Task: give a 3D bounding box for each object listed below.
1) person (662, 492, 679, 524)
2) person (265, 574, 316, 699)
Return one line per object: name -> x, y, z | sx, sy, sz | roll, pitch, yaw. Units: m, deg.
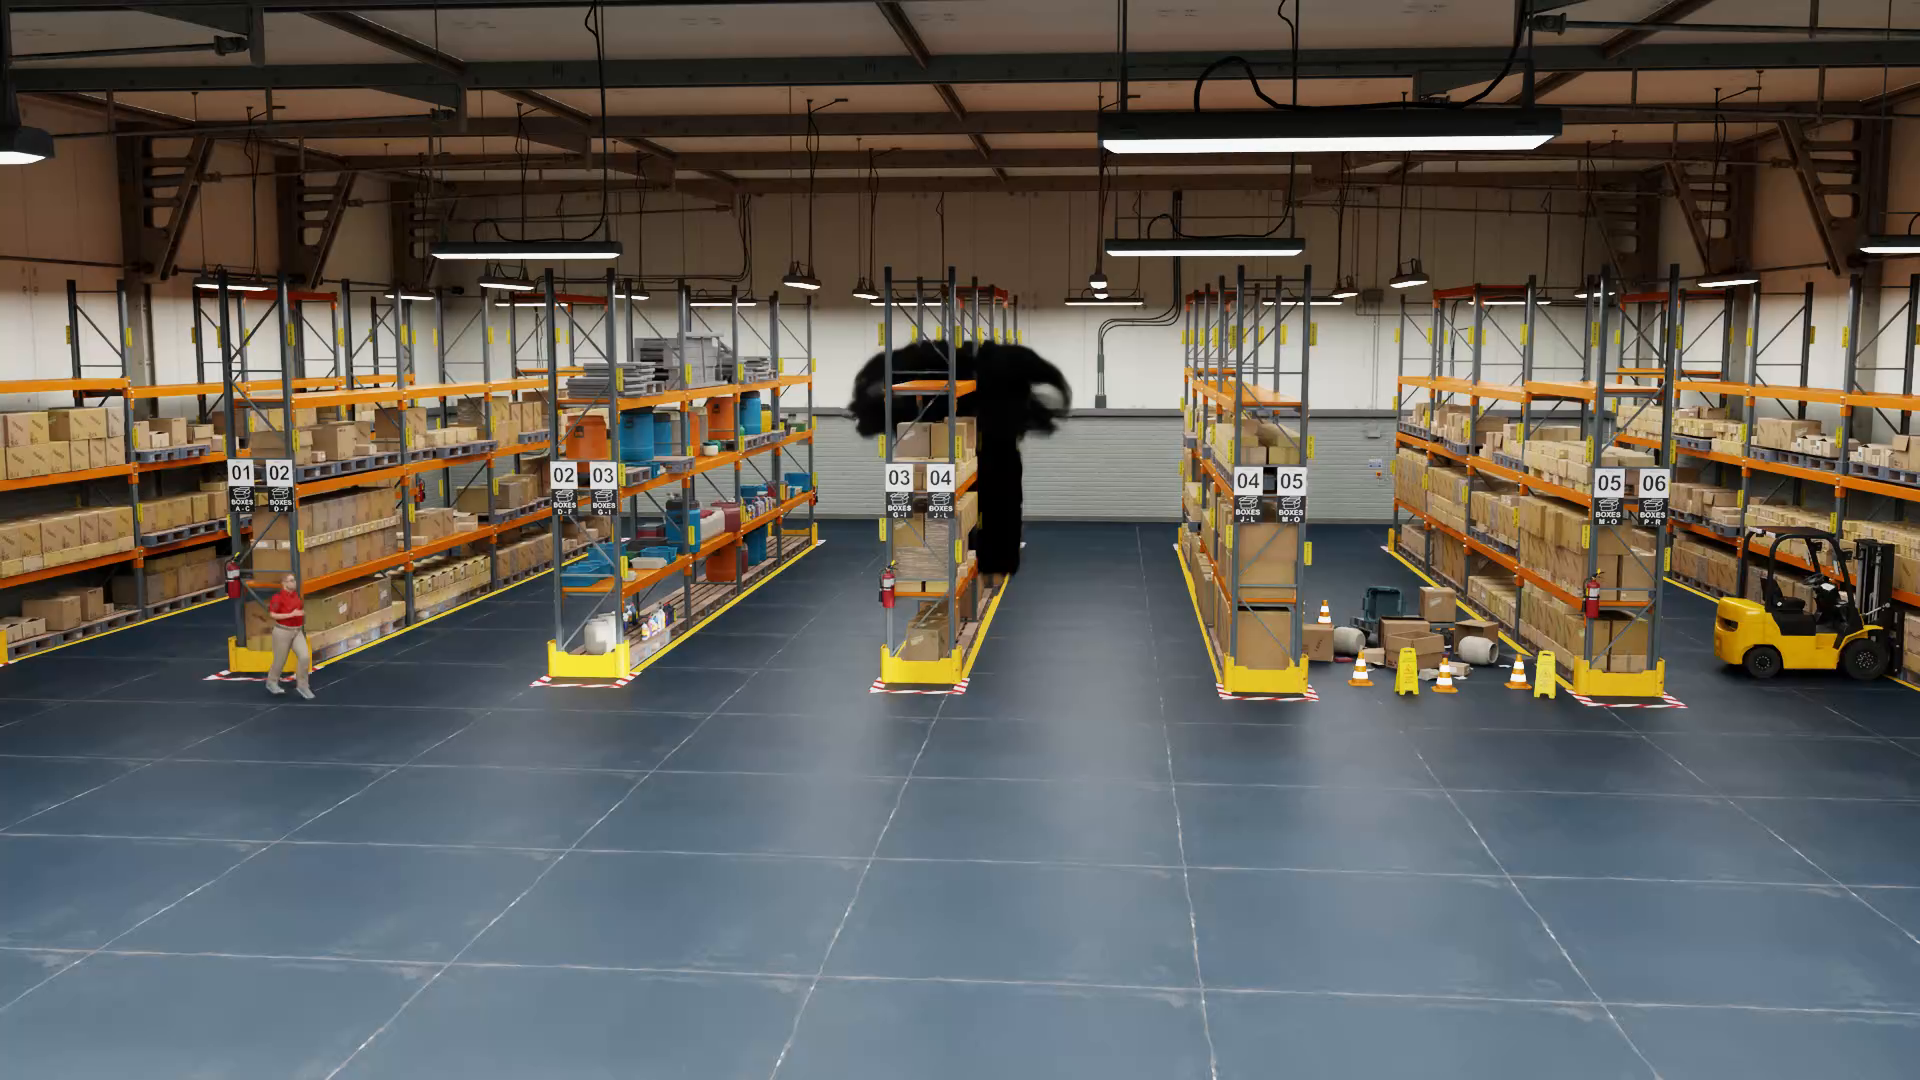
person -> -6.042, -0.239, 35.387 | 0.616, 1.600, 0.824 | 1, 7, 6
person -> -9.377, 1.365, 23.134 | 0.803, 1.806, 0.627 | 3, 7, 22
